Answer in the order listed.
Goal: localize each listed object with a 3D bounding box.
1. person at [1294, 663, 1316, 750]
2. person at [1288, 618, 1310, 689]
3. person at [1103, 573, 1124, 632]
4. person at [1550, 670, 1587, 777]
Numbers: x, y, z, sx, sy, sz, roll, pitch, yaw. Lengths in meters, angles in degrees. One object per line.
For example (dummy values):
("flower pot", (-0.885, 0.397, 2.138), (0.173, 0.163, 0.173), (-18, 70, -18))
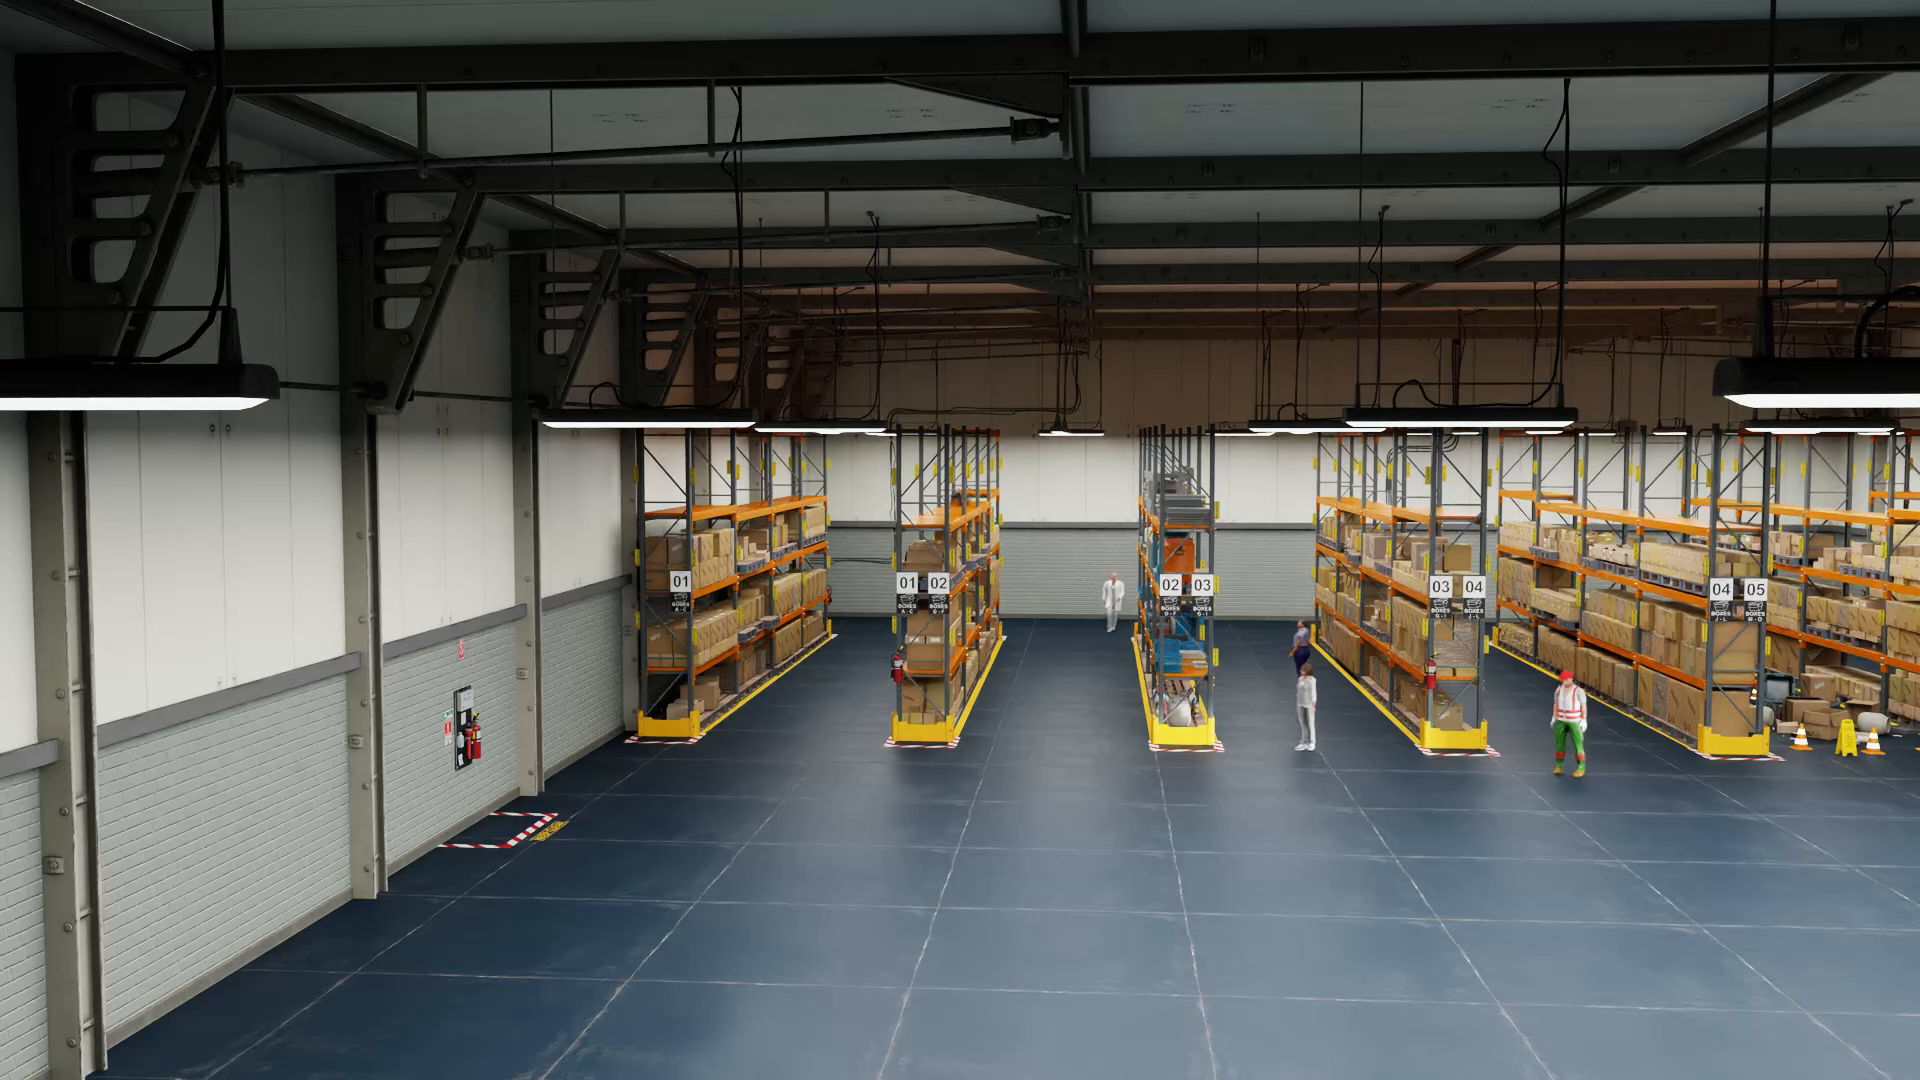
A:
("person", (6.371, 3.068, 30.554), (0.363, 1.621, 0.466), (-3, 5, -43))
("person", (7.735, 2.639, 37.823), (0.530, 1.696, 0.521), (-3, 5, -42))
("person", (4.572, 1.893, 49.596), (0.650, 1.856, 0.819), (0, 3, 6))
("person", (10.330, 3.097, 28.316), (0.402, 1.782, 0.611), (-3, 5, -44))
